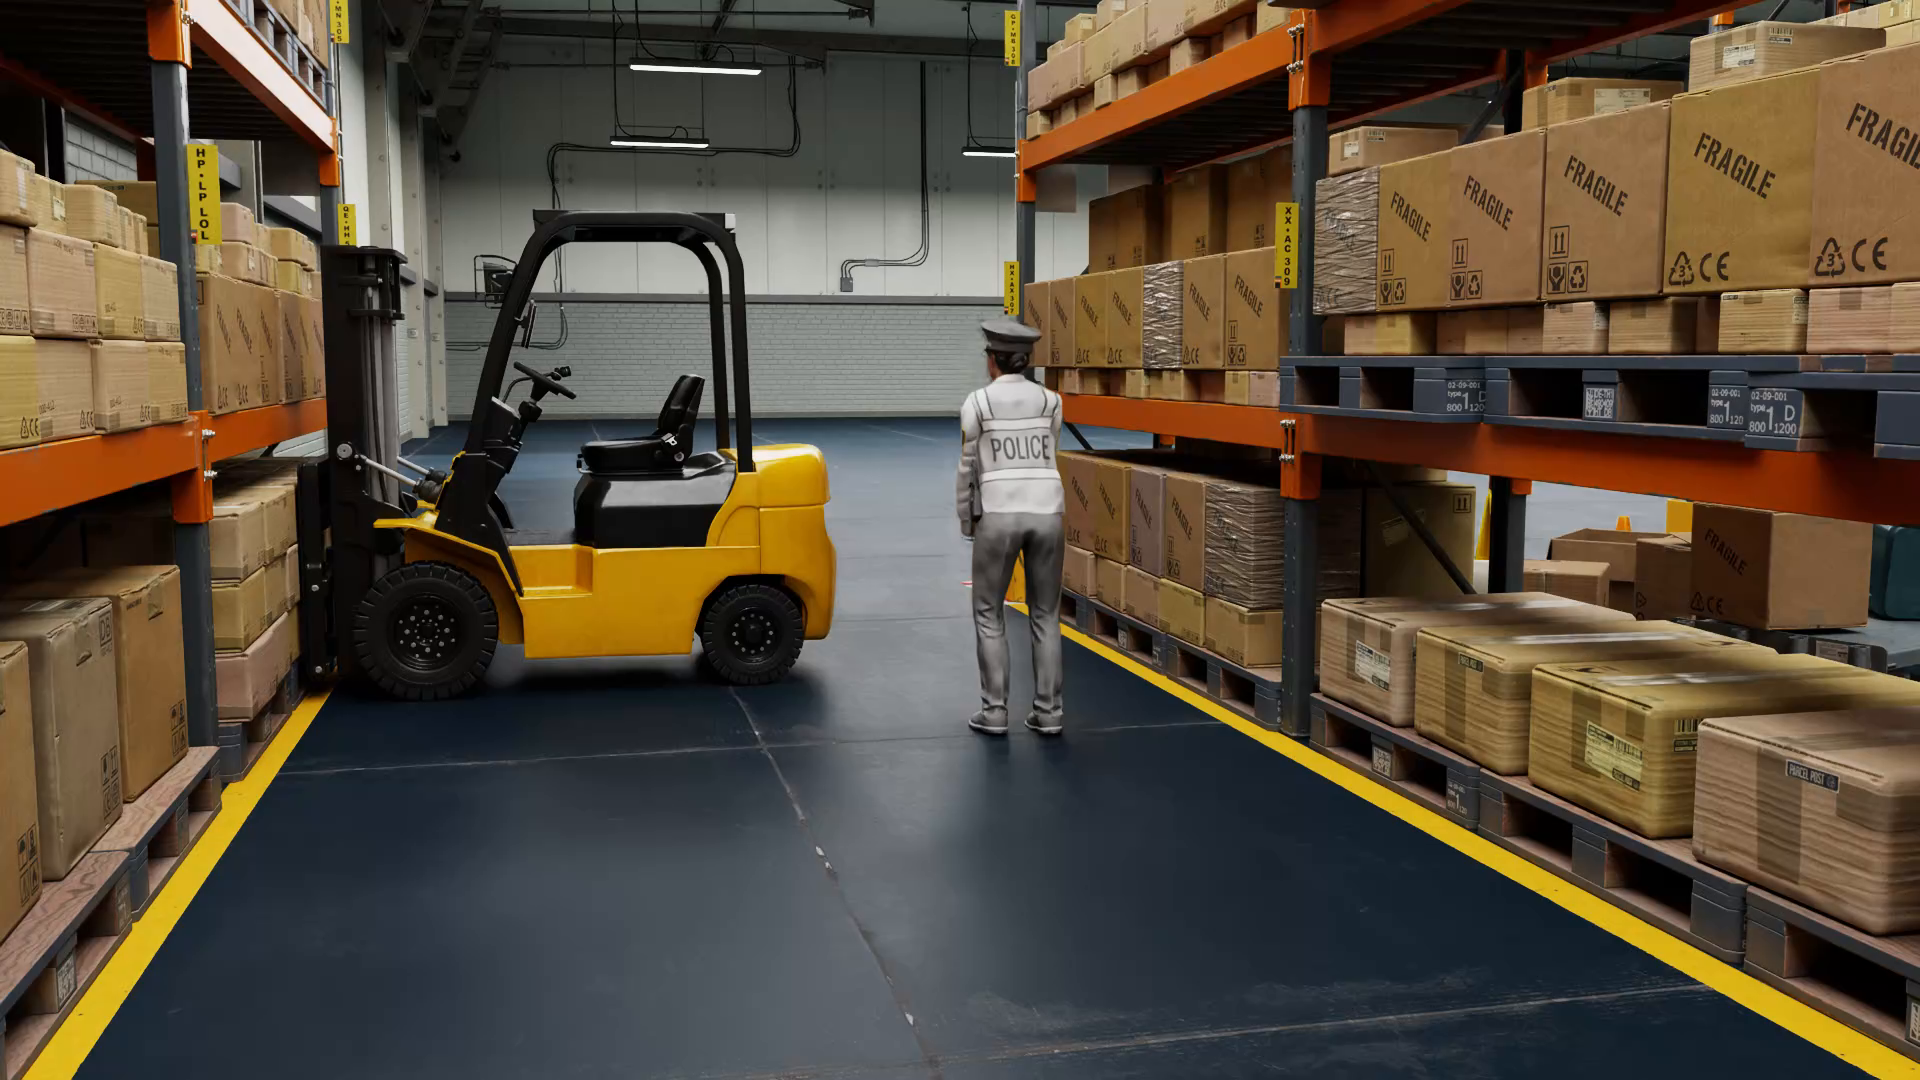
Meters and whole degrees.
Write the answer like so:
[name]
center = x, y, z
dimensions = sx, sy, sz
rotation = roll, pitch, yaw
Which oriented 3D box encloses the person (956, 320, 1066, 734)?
[person]
center = 0.197, -0.052, 6.704
dimensions = 0.416, 1.663, 0.543
rotation = -2, 6, -15
